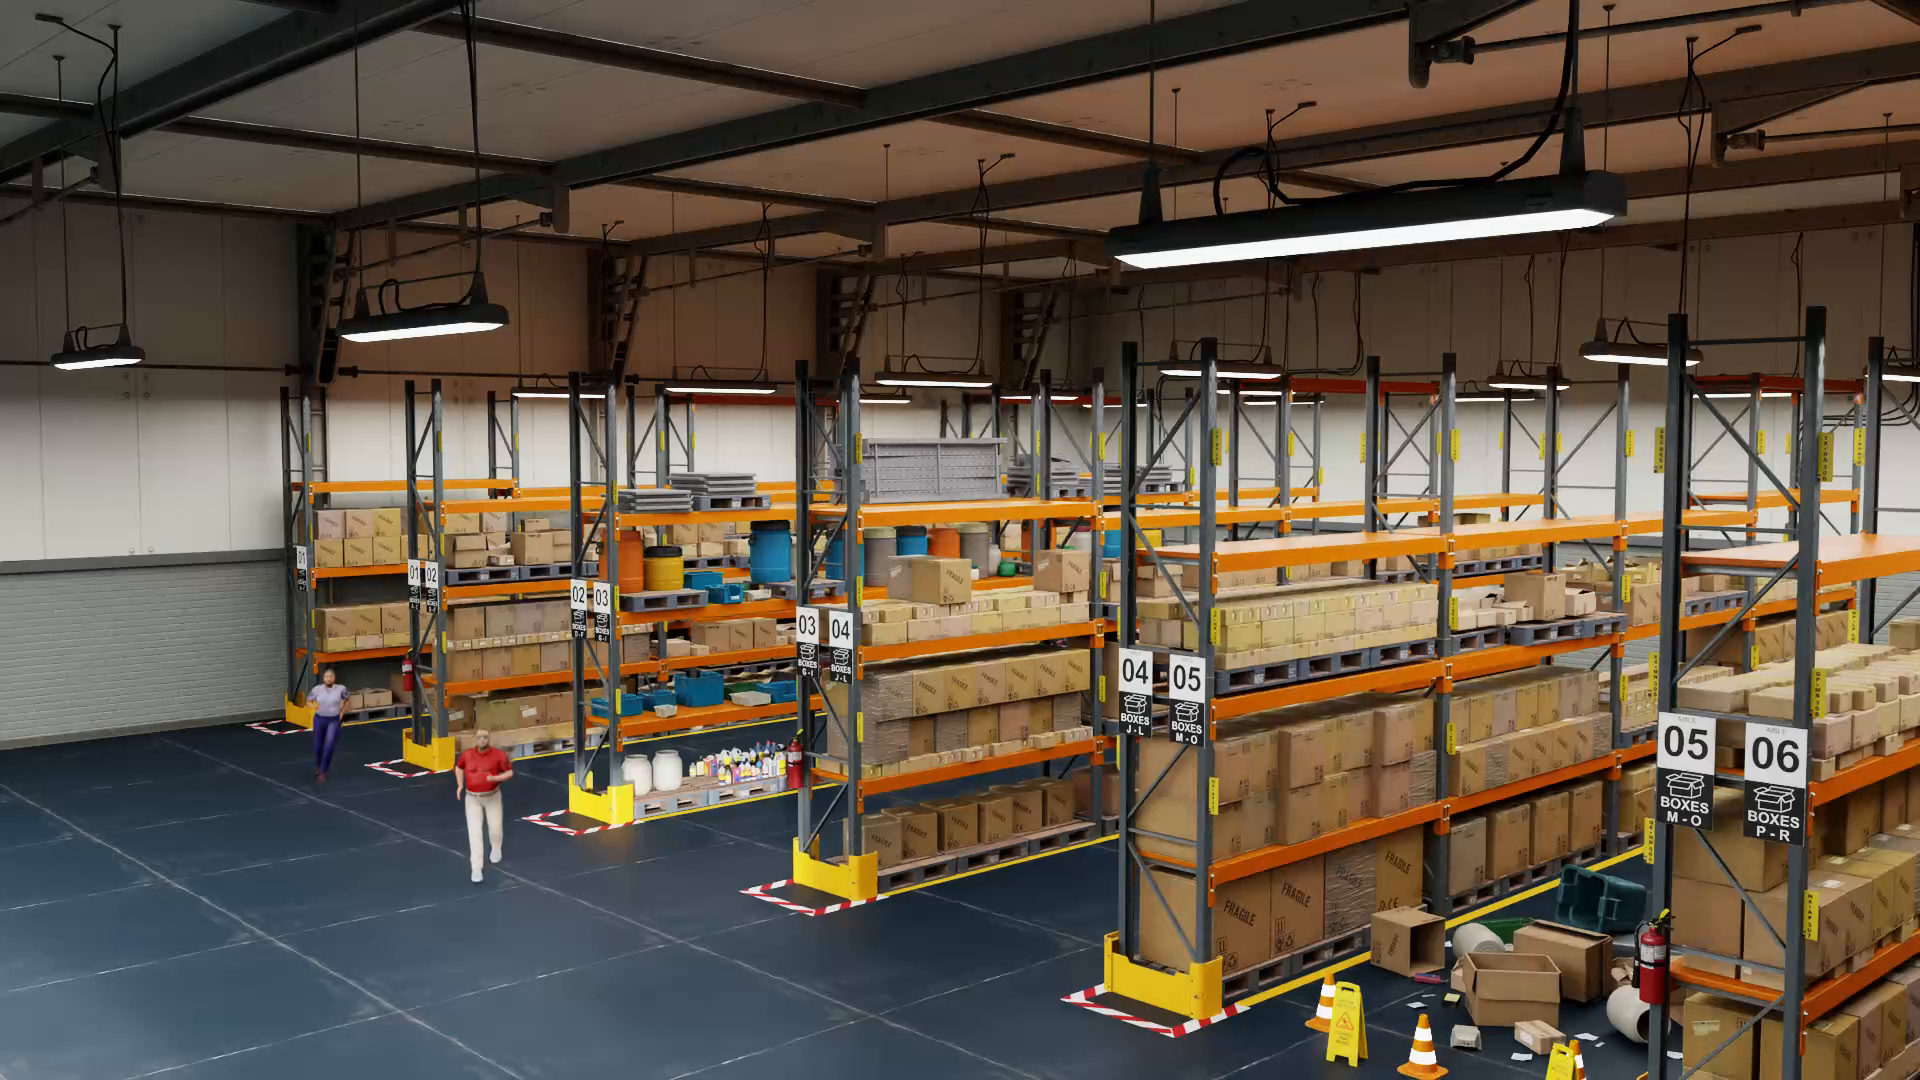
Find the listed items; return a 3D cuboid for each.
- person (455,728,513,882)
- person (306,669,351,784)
[{"bbox_3d":[-5.573,3.046,19.463,0.669,1.704,0.981,-1,4,-12],"label":"person"},{"bbox_3d":[-9.459,2.771,24.903,0.605,1.694,0.756,-1,4,-11],"label":"person"}]
